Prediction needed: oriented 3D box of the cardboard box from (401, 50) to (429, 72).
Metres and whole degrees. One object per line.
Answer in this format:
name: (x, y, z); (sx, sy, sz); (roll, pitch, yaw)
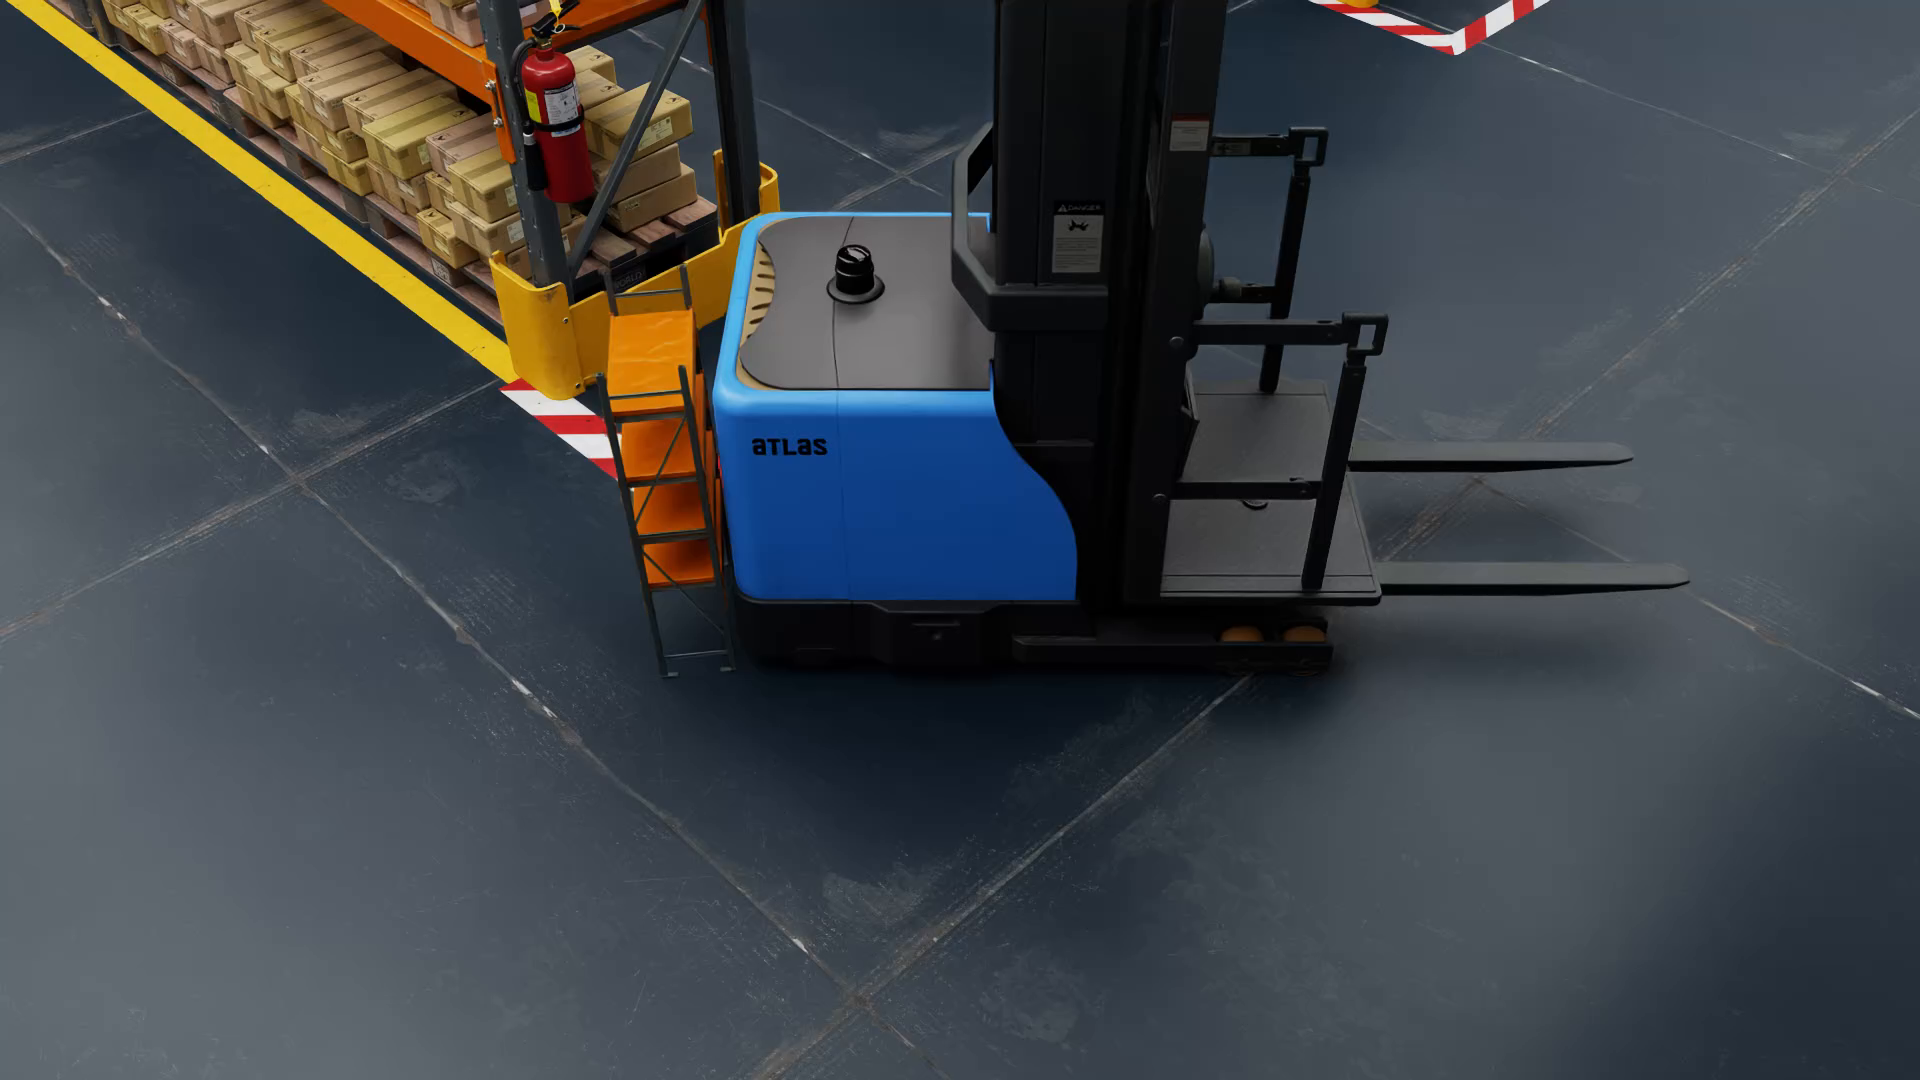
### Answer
cardboard box: (-2.334, -2.131, 7.418); (0.380, 0.149, 0.250); (-31, 51, -29)

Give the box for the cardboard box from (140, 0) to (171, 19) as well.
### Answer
cardboard box: (-3.730, -2.671, 8.002); (0.380, 0.149, 0.250); (-34, 52, -31)

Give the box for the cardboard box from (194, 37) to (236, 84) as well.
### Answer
cardboard box: (-3.357, -2.319, 7.840); (0.250, 0.149, 0.380); (33, 52, 31)

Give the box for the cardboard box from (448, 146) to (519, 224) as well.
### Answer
cardboard box: (-1.730, -1.397, 6.405); (0.380, 0.149, 0.250); (-33, 52, -31)

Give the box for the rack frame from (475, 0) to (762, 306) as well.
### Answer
rack frame: (-1.177, -1.939, 5.638); (1.000, 3.000, 0.127); (-34, 53, -31)

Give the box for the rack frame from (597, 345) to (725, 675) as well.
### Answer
rack frame: (-0.868, -0.052, 4.923); (0.240, 1.200, 0.015); (-19, 46, -19)

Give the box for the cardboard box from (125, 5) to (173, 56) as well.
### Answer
cardboard box: (-3.784, -2.511, 8.048); (0.380, 0.149, 0.250); (-33, 52, -30)

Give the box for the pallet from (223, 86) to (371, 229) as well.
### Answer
pallet: (-2.636, -1.944, 7.699); (1.003, 0.211, 1.213); (-34, 53, -31)

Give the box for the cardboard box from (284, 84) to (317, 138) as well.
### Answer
cardboard box: (-2.663, -1.896, 7.163); (0.380, 0.149, 0.250); (-31, 51, -29)

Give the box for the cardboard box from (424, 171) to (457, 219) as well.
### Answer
cardboard box: (-1.898, -1.423, 6.652); (0.250, 0.149, 0.380); (33, 52, 31)

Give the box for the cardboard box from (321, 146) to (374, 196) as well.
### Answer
cardboard box: (-2.483, -1.647, 7.113); (0.250, 0.149, 0.380); (32, 51, 30)

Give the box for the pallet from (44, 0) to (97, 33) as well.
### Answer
pallet: (-4.552, -3.210, 9.068); (1.003, 0.211, 1.213); (-34, 53, -31)

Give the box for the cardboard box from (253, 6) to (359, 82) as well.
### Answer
cardboard box: (-2.819, -2.158, 7.228); (0.380, 0.149, 0.250); (-34, 52, -31)

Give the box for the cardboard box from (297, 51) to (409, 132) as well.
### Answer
cardboard box: (-2.507, -1.866, 6.912); (0.380, 0.149, 0.250); (-32, 52, -30)

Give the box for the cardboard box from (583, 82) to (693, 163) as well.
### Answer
cardboard box: (-1.306, -1.679, 6.710); (0.250, 0.149, 0.380); (32, 51, 30)

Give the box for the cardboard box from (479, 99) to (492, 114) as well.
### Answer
cardboard box: (-1.858, -1.939, 7.210); (0.380, 0.149, 0.250); (-32, 52, -30)

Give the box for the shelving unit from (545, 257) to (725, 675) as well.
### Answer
shelving unit: (-0.978, -0.200, 5.083); (0.258, 1.200, 0.503); (-19, 46, -19)

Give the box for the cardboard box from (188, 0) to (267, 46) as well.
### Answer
cardboard box: (-3.217, -2.387, 7.476); (0.380, 0.149, 0.250); (-33, 52, -30)

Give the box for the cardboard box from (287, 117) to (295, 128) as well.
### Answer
cardboard box: (-2.787, -1.945, 7.436); (0.380, 0.149, 0.250); (-33, 52, -30)

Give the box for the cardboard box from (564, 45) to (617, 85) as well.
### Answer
cardboard box: (-1.673, -1.936, 6.988); (0.250, 0.149, 0.380); (34, 53, 31)

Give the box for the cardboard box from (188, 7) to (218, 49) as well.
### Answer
cardboard box: (-3.344, -2.440, 7.752); (0.250, 0.149, 0.380); (32, 51, 30)

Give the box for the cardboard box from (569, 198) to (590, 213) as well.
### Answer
cardboard box: (-1.563, -1.538, 6.995); (0.250, 0.149, 0.380); (34, 53, 31)

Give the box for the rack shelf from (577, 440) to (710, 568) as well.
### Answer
rack shelf: (-0.978, -0.151, 5.128); (0.258, 0.148, 0.480); (-19, 46, -19)

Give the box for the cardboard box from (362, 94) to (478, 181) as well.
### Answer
cardboard box: (-2.140, -1.609, 6.634); (0.250, 0.149, 0.380); (33, 52, 31)

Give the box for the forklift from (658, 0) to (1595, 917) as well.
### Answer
forklift: (0.464, -0.787, 4.442); (3.031, 2.935, 1.130); (32, 51, 30)

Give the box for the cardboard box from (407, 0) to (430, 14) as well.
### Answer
cardboard box: (-1.756, -2.005, 5.895); (0.250, 0.149, 0.380); (34, 53, 31)

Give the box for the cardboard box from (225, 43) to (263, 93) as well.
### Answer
cardboard box: (-3.033, -2.145, 7.433); (0.250, 0.149, 0.380); (34, 52, 31)

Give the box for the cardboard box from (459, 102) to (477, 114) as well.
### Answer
cardboard box: (-2.237, -1.699, 6.951); (0.250, 0.149, 0.380); (34, 52, 31)

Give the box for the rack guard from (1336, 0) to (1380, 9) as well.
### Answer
rack guard: (2.423, -3.338, 8.994); (1.175, 0.500, 0.348); (-34, 53, -31)

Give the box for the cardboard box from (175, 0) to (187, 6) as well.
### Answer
cardboard box: (-3.539, -2.663, 7.774); (0.250, 0.149, 0.380); (33, 52, 31)

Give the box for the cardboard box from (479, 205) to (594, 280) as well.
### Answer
cardboard box: (-1.696, -1.199, 6.628); (0.380, 0.149, 0.250); (-33, 52, -31)

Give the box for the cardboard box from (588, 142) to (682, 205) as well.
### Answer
cardboard box: (-1.365, -1.530, 6.767); (0.380, 0.149, 0.250); (-32, 51, -30)

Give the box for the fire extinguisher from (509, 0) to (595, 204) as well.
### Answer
fire extinguisher: (-1.326, -1.431, 5.420); (0.296, 0.674, 0.183); (-34, 53, -31)

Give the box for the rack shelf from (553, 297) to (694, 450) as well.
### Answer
rack shelf: (-0.978, -0.489, 4.816); (0.258, 0.148, 0.480); (-19, 46, -19)

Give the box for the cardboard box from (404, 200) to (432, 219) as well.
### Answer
cardboard box: (-2.075, -1.442, 6.892); (0.250, 0.149, 0.380); (34, 52, 31)
